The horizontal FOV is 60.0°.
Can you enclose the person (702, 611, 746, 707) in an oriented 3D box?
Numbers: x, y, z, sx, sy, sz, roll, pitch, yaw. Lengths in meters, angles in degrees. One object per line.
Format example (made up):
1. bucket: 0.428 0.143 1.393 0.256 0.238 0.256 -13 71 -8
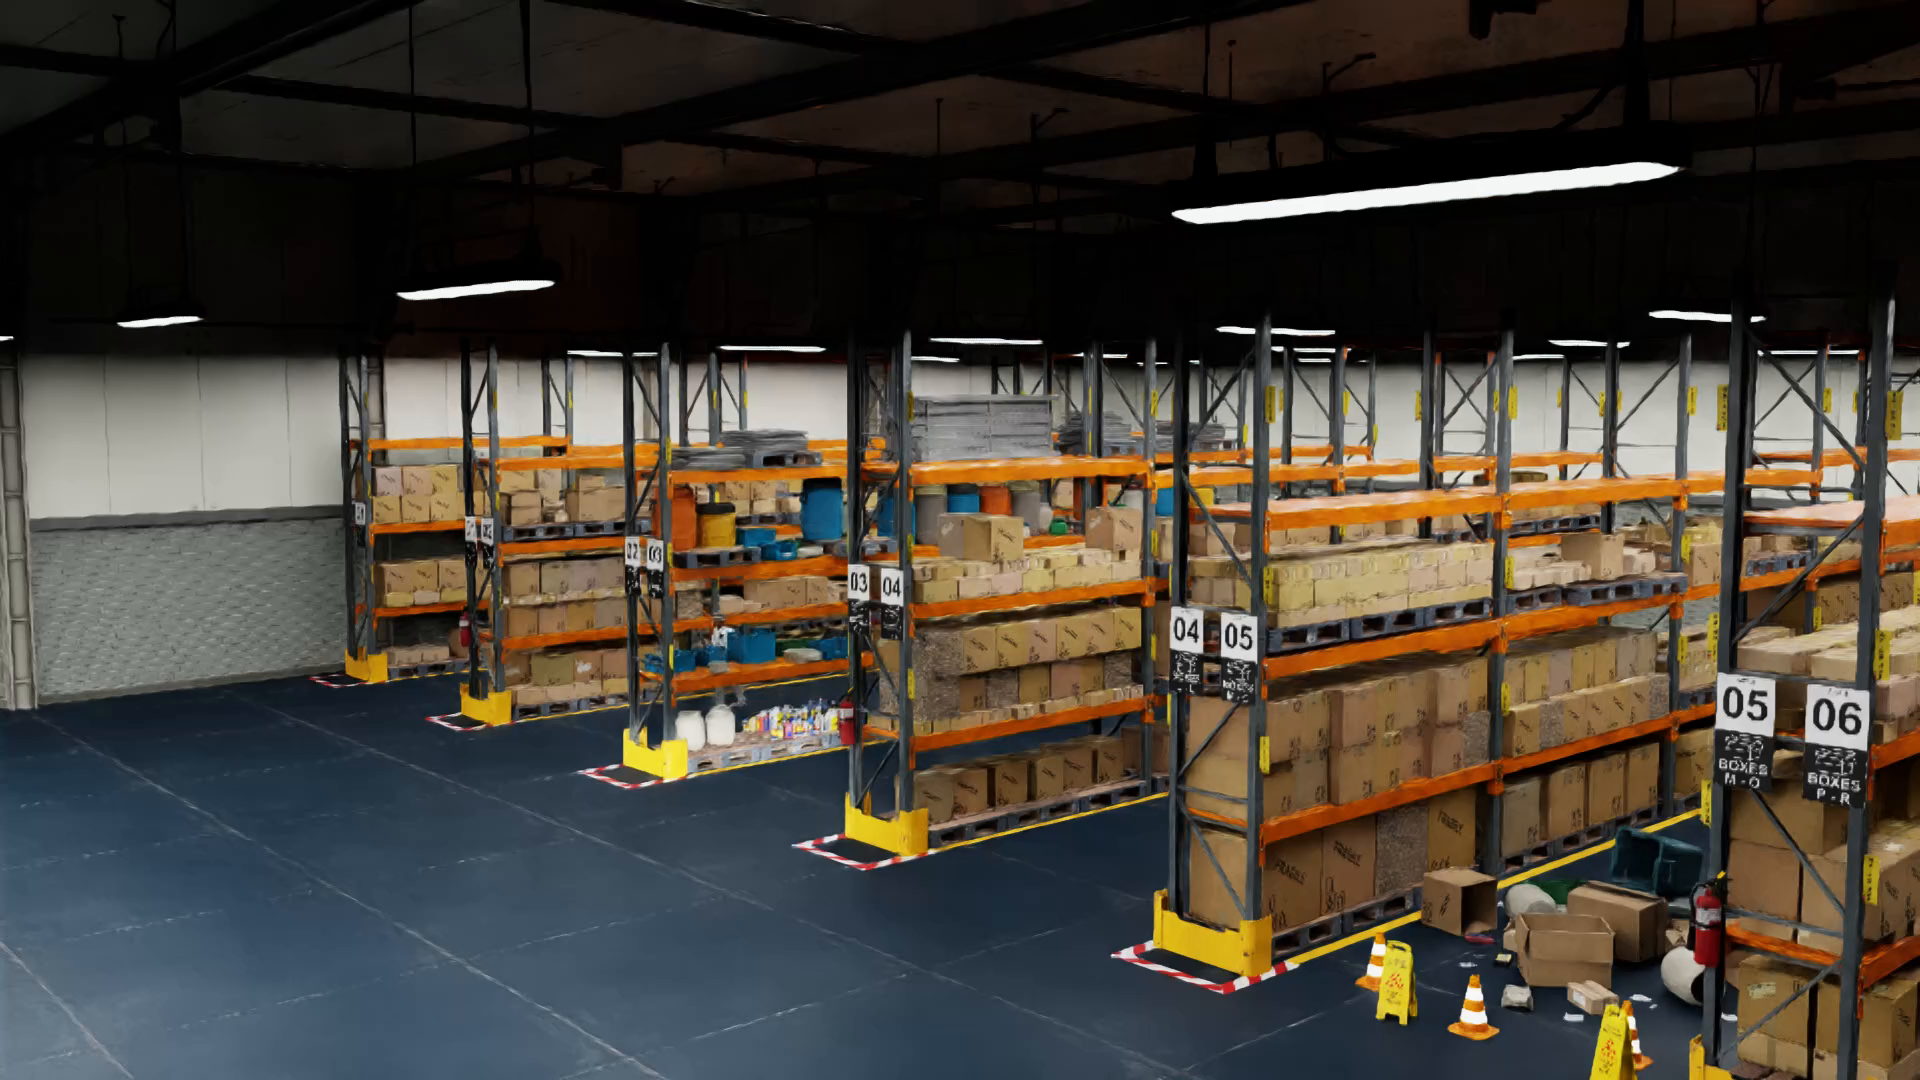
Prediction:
1. person: -3.801 1.944 26.968 0.831 1.620 0.585 -4 6 -36
